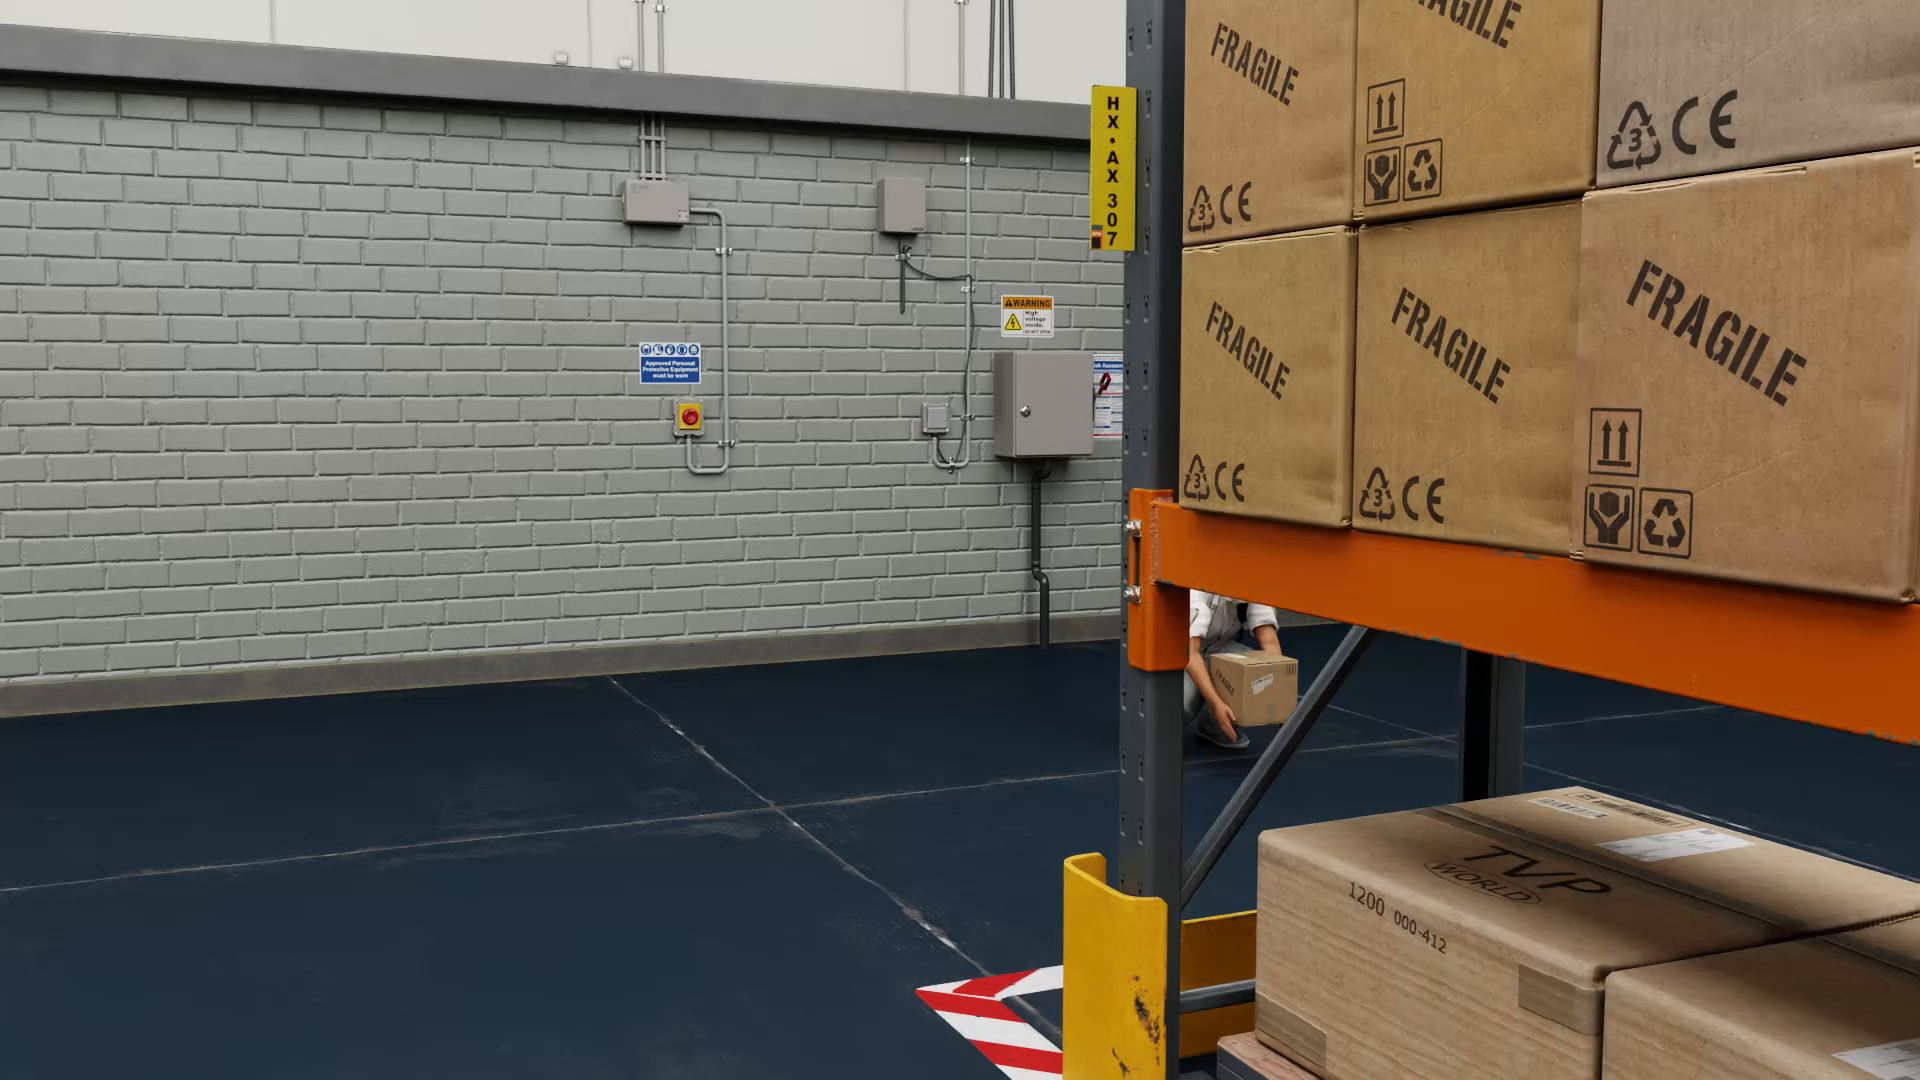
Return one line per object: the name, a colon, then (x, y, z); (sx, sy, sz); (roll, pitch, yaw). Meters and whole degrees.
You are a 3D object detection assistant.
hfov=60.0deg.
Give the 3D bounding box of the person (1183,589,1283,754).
person: (1.048, 0.425, 6.931); (0.526, 0.945, 0.849); (-3, 6, -24)
